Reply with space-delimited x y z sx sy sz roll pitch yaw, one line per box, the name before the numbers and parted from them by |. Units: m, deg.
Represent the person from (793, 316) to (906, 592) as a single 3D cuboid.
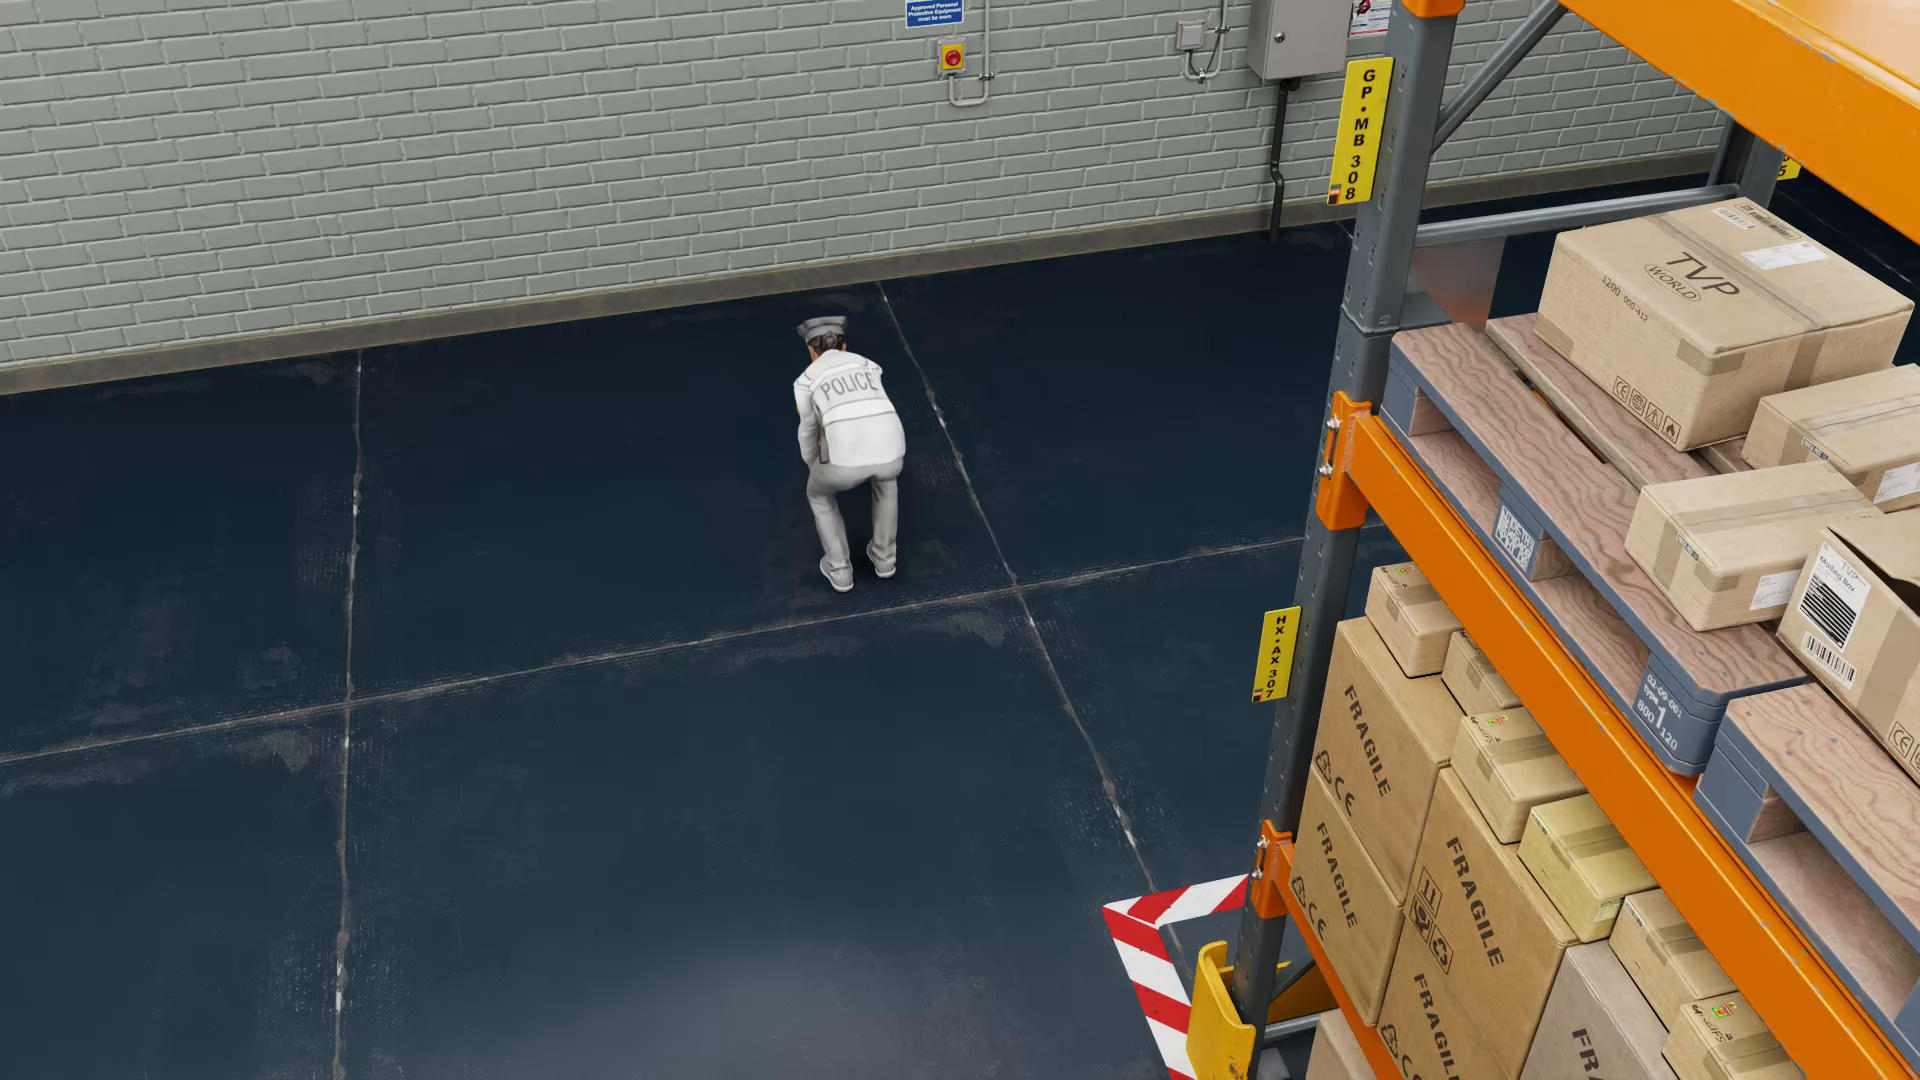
person | -0.521 -0.398 7.652 0.438 1.125 0.917 -11 40 -14
